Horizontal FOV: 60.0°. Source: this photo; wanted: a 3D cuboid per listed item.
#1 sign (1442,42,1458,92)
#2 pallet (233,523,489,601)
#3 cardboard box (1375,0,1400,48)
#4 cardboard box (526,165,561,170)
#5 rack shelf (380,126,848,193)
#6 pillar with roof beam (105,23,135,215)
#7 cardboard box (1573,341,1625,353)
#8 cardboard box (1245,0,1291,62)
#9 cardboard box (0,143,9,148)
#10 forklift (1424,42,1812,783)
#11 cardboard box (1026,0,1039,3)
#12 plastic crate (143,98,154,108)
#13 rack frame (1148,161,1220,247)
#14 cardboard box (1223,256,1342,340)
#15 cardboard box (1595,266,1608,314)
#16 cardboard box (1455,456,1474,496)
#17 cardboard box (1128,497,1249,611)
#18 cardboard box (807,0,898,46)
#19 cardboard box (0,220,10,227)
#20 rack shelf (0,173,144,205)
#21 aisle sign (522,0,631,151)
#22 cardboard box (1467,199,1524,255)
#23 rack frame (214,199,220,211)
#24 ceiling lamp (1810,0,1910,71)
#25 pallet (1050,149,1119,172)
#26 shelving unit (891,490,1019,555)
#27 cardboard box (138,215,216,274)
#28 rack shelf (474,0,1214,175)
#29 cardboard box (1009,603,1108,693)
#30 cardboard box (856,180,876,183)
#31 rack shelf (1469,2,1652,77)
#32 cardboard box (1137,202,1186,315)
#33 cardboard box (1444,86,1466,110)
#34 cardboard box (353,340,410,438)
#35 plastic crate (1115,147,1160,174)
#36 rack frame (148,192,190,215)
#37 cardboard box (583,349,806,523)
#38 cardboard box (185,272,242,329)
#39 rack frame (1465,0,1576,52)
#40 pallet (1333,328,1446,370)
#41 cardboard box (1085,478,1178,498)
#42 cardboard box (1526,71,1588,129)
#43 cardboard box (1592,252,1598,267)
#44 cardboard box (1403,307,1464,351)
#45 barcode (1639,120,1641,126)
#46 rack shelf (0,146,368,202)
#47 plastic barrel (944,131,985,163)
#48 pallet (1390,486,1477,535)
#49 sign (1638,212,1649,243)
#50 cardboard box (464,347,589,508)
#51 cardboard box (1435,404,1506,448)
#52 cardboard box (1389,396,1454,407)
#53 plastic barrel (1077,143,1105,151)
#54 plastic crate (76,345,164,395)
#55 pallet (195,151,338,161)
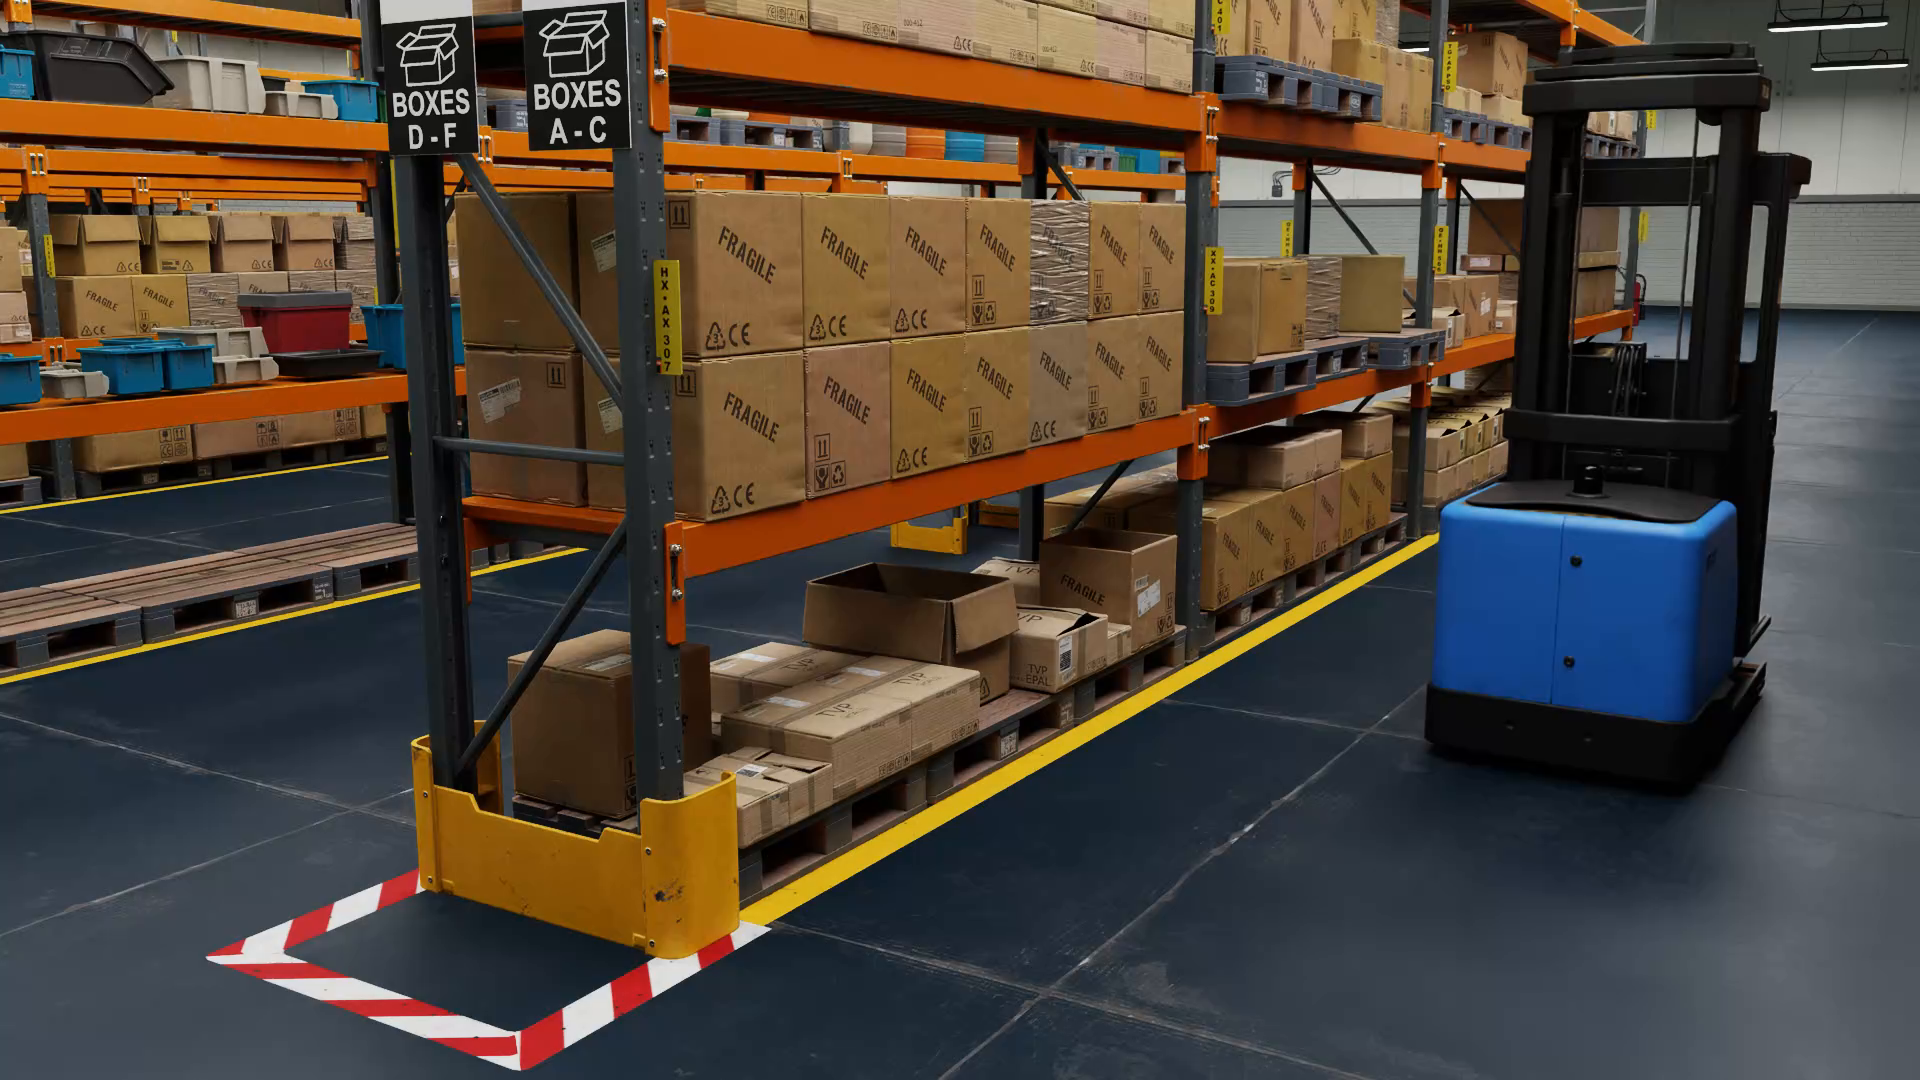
[{"bbox_3d":[3.310,-3.200,11.252,0.100,0.325,0.005,6,12,31],"label":"sign"},{"bbox_3d":[-3.809,0.122,10.644,1.003,0.211,1.213,6,12,31],"label":"pallet"},{"bbox_3d":[2.616,-3.470,11.113,0.500,0.500,0.500,6,12,31],"label":"cardboard box"},{"bbox_3d":[-4.630,-4.083,17.783,0.500,0.250,0.500,7,13,32],"label":"cardboard box"},{"bbox_3d":[-2.422,-2.803,12.495,1.077,0.370,4.000,6,12,31],"label":"rack shelf"},{"bbox_3d":[-11.630,-7.663,28.346,9.100,9.000,0.548,6,12,31],"label":"pillar with roof beam"},{"bbox_3d":[6.977,-1.892,18.117,0.500,0.500,0.500,6,12,31],"label":"cardboard box"},{"bbox_3d":[1.423,-2.853,9.119,0.600,0.600,0.600,6,12,30],"label":"cardboard box"},{"bbox_3d":[-10.394,-4.211,17.789,0.500,0.500,0.500,6,12,31],"label":"cardboard box"},{"bbox_3d":[3.183,-0.707,7.680,1.130,2.935,3.031,7,13,32],"label":"forklift"},{"bbox_3d":[-0.034,-2.203,6.381,0.500,0.250,0.500,6,12,31],"label":"cardboard box"},{"bbox_3d":[-4.676,-2.432,9.275,0.437,0.136,0.530,6,12,31],"label":"plastic crate"},{"bbox_3d":[2.770,-3.255,21.105,1.000,3.000,0.127,6,12,31],"label":"rack frame"},{"bbox_3d":[1.979,-1.543,10.549,0.700,0.500,0.500,9,14,41],"label":"cardboard box"},{"bbox_3d":[6.479,-2.675,17.736,0.700,0.500,0.500,7,13,32],"label":"cardboard box"},{"bbox_3d":[3.631,-0.512,12.781,0.500,0.250,0.500,6,12,29],"label":"cardboard box"},{"bbox_3d":[1.230,0.065,8.965,0.500,0.500,0.500,6,12,28],"label":"cardboard box"},{"bbox_3d":[-0.551,-1.800,5.586,0.500,0.250,0.500,6,12,31],"label":"cardboard box"},{"bbox_3d":[-13.478,-4.422,23.353,0.380,0.149,0.250,6,12,28],"label":"cardboard box"},{"bbox_3d":[-10.842,-3.766,17.638,1.077,0.370,4.000,6,12,31],"label":"rack shelf"},{"bbox_3d":[-1.090,-1.504,4.687,0.394,0.787,0.004,6,12,31],"label":"aisle sign"},{"bbox_3d":[5.149,-2.910,15.462,0.700,0.500,0.500,6,12,31],"label":"cardboard box"},{"bbox_3d":[-14.177,-5.149,31.220,1.000,3.000,0.127,6,12,31],"label":"rack frame"},{"bbox_3d":[20.942,-12.518,38.418,2.000,3.185,0.800,6,12,31],"label":"ceiling lamp"},{"bbox_3d":[0.984,-4.131,18.142,1.213,0.211,1.003,6,12,31],"label":"pallet"},{"bbox_3d":[0.040,-0.749,11.795,0.587,1.500,1.083,6,12,31],"label":"shelving unit"},{"bbox_3d":[-7.003,-2.591,14.562,0.797,0.503,0.637,7,12,31],"label":"cardboard box"},{"bbox_3d":[-0.267,-1.700,6.604,1.077,0.370,4.000,6,12,31],"label":"rack shelf"},{"bbox_3d":[0.328,0.446,7.447,0.500,0.311,0.500,6,12,31],"label":"cardboard box"},{"bbox_3d":[-1.497,-5.029,22.836,0.500,0.250,0.500,7,13,32],"label":"cardboard box"},{"bbox_3d":[5.963,-4.866,16.445,1.077,0.370,4.000,6,12,31],"label":"rack shelf"},{"bbox_3d":[0.730,-1.331,7.835,0.500,0.500,0.500,6,12,31],"label":"cardboard box"},{"bbox_3d":[3.599,-3.380,12.887,0.500,0.250,0.500,6,12,30],"label":"cardboard box"},{"bbox_3d":[-5.993,-1.526,16.500,1.225,0.875,0.875,6,12,28],"label":"cardboard box"},{"bbox_3d":[2.037,-4.393,19.075,0.392,0.384,0.575,6,12,31],"label":"plastic crate"},{"bbox_3d":[-12.010,-4.046,25.330,1.000,3.000,0.127,6,12,31],"label":"rack frame"},{"bbox_3d":[-0.850,-0.359,5.362,0.500,0.500,0.500,7,13,32],"label":"cardboard box"},{"bbox_3d":[-6.721,-2.097,14.645,0.500,0.500,0.500,6,12,29],"label":"cardboard box"},{"bbox_3d":[4.924,-5.101,14.662,1.000,3.000,0.127,6,12,31],"label":"rack frame"},{"bbox_3d":[2.556,-1.316,11.266,1.213,0.211,1.003,6,12,31],"label":"pallet"},{"bbox_3d":[1.046,-0.064,9.655,0.500,0.500,0.500,6,12,31],"label":"cardboard box"},{"bbox_3d":[5.411,-4.005,15.166,0.500,0.500,0.500,8,13,35],"label":"cardboard box"},{"bbox_3d":[6.295,-2.867,16.999,0.380,0.149,0.250,7,13,32],"label":"cardboard box"},{"bbox_3d":[3.478,-1.602,12.515,0.500,0.311,0.500,6,12,30],"label":"cardboard box"},{"bbox_3d":[7.257,-4.448,17.745,0.001,0.075,0.075,6,12,31],"label":"barcode"},{"bbox_3d":[-6.655,-3.277,15.022,1.077,0.370,4.000,6,12,31],"label":"rack shelf"},{"bbox_3d":[-0.065,-4.041,15.786,0.600,0.901,0.708,6,12,31],"label":"plastic barrel"},{"bbox_3d":[3.308,-0.278,12.782,1.003,0.211,1.213,6,12,31],"label":"pallet"},{"bbox_3d":[7.458,-3.413,18.158,0.100,0.325,0.005,6,12,31],"label":"sign"},{"bbox_3d":[-1.306,-0.411,5.639,0.500,0.500,0.500,7,13,32],"label":"cardboard box"},{"bbox_3d":[4.169,-0.952,13.612,0.500,0.311,0.500,6,12,30],"label":"cardboard box"},{"bbox_3d":[3.965,-1.082,14.304,0.500,0.311,0.500,6,12,29],"label":"cardboard box"},{"bbox_3d":[1.301,-4.700,18.166,0.600,0.901,0.708,6,12,31],"label":"plastic barrel"},{"bbox_3d":[-4.444,-0.901,8.820,0.416,0.233,0.300,6,12,31],"label":"plastic crate"},{"bbox_3d":[-6.484,-3.569,15.145,1.003,0.211,1.213,7,13,33],"label":"pallet"}]
